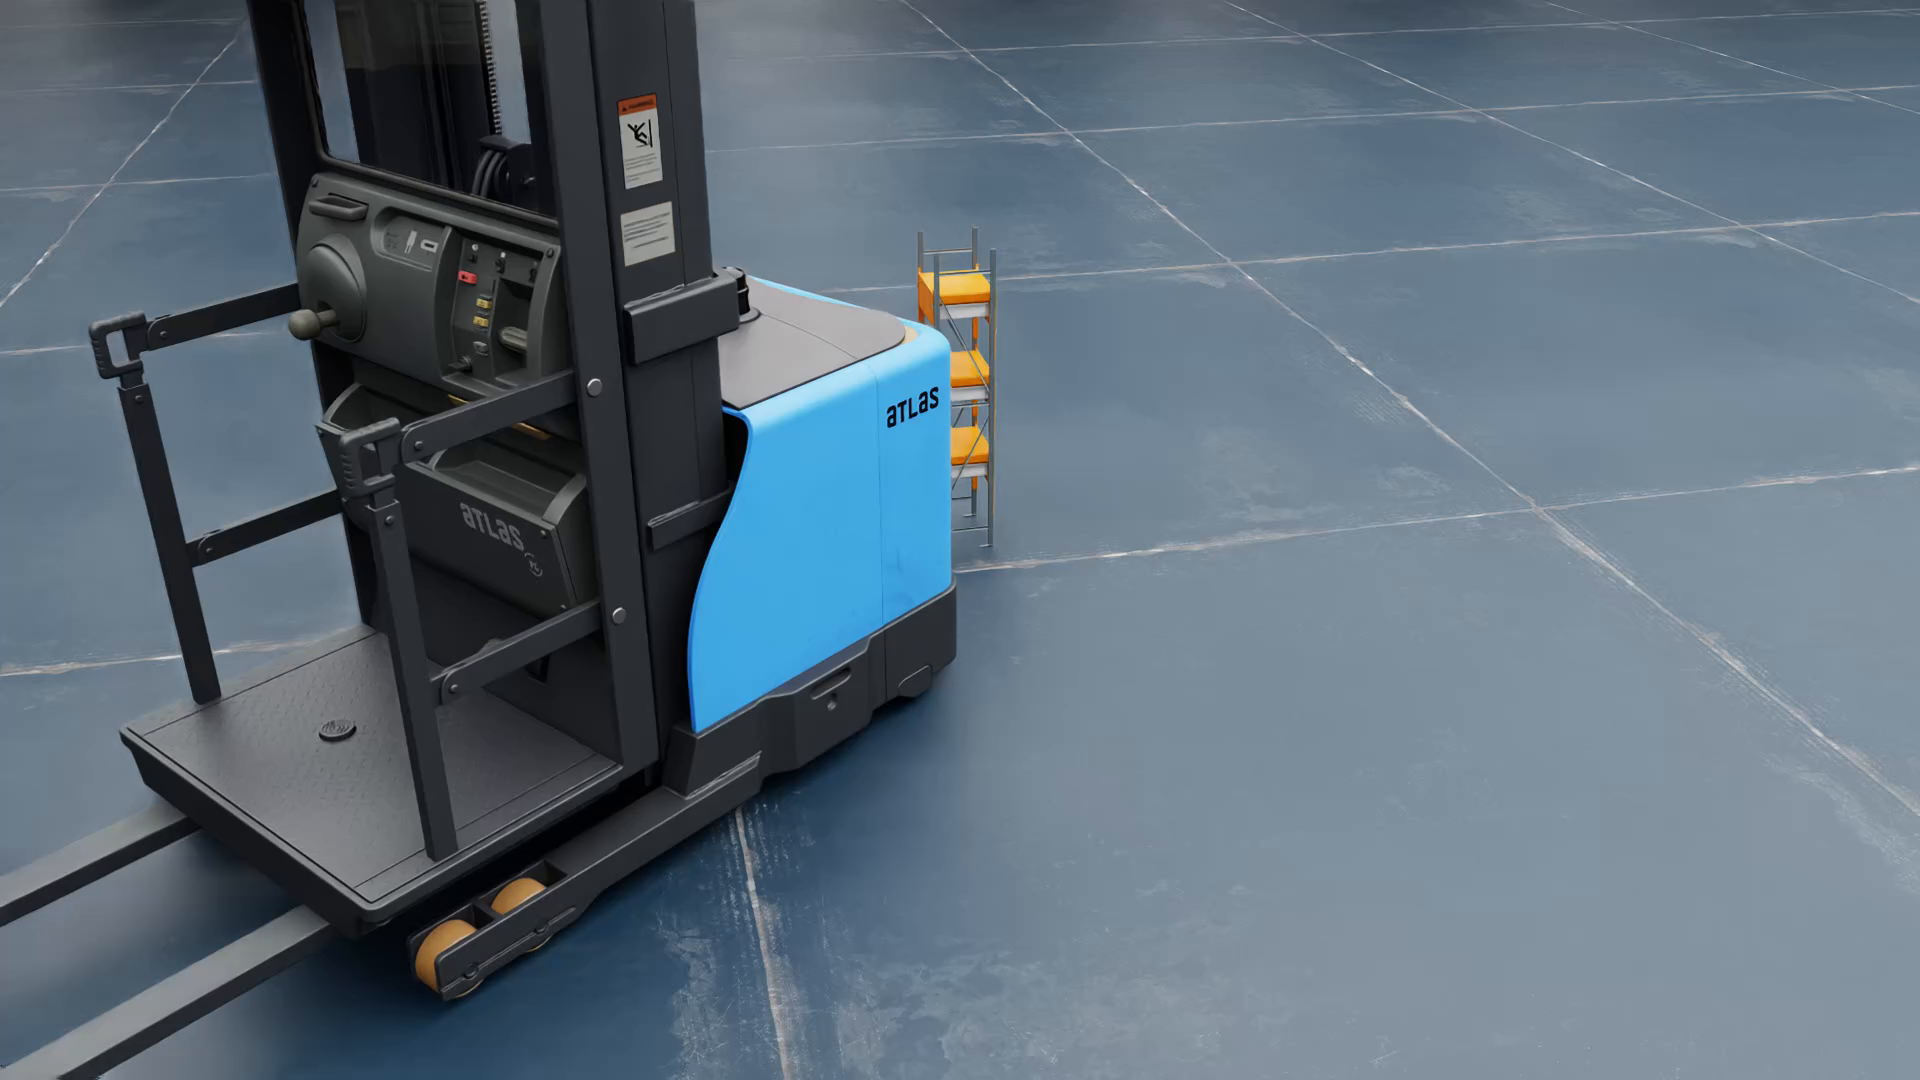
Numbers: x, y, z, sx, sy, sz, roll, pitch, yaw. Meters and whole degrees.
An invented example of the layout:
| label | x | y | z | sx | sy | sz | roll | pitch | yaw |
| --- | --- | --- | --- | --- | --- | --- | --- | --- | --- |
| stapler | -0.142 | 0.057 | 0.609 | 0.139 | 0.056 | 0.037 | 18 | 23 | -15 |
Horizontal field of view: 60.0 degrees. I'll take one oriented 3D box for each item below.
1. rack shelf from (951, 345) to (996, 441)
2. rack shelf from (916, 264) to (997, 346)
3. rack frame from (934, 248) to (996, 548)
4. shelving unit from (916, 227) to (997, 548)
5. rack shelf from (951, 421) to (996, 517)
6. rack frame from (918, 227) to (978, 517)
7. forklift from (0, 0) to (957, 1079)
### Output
| label | x | y | z | sx | sy | sz | roll | pitch | yaw |
| --- | --- | --- | --- | --- | --- | --- | --- | --- | --- |
| rack shelf | -0.012 | -0.483 | 5.565 | 0.215 | 0.259 | 0.240 | -6 | 27 | -12 |
| rack shelf | -0.012 | -0.736 | 5.437 | 0.215 | 0.259 | 0.240 | -6 | 27 | -12 |
| rack frame | 0.015 | -0.439 | 5.454 | 0.200 | 1.050 | 0.008 | -6 | 27 | -12 |
| shelving unit | -0.012 | -0.492 | 5.560 | 0.215 | 1.050 | 0.252 | -6 | 27 | -12 |
| rack shelf | -0.012 | -0.235 | 5.690 | 0.215 | 0.259 | 0.240 | -6 | 27 | -12 |
| rack frame | -0.040 | -0.546 | 5.666 | 0.200 | 1.050 | 0.008 | -6 | 27 | -12 |
| forklift | -1.334 | -0.541 | 3.569 | 1.130 | 2.935 | 3.031 | 20 | 33 | 35 |
